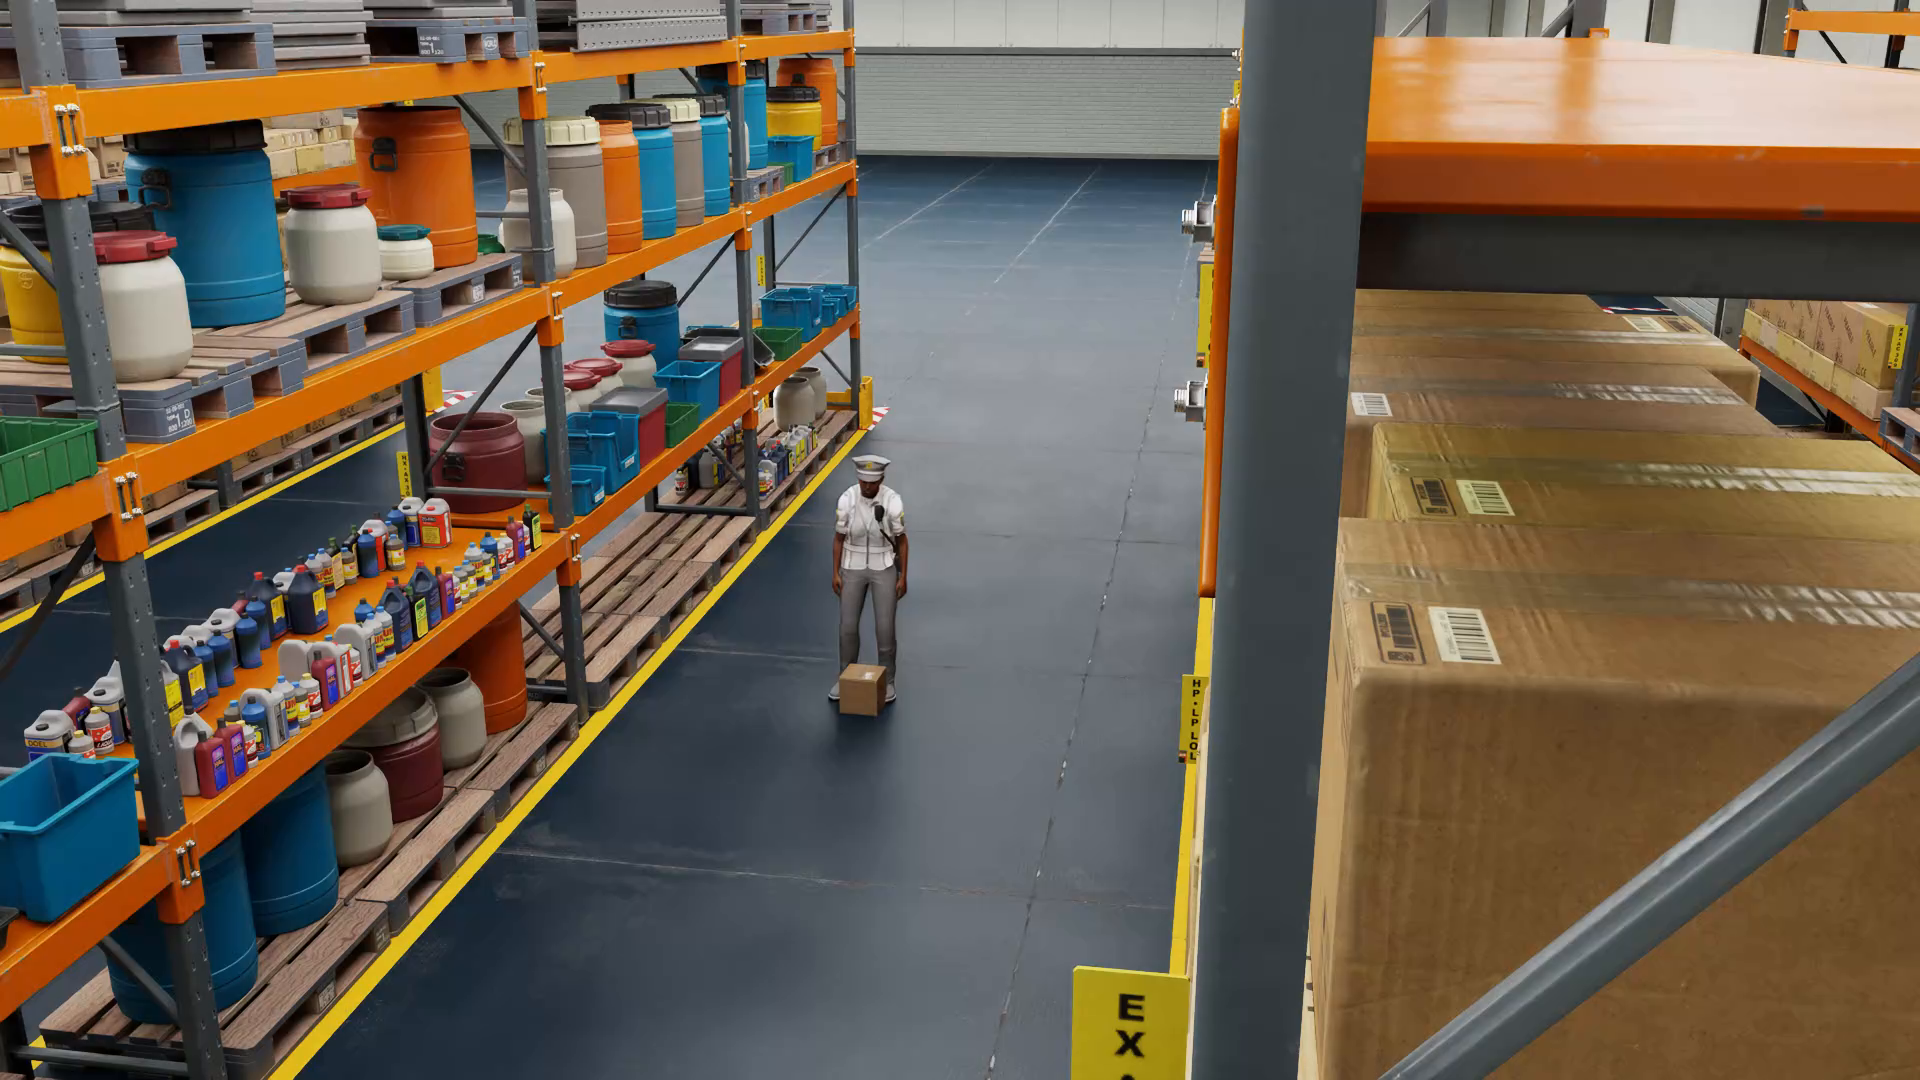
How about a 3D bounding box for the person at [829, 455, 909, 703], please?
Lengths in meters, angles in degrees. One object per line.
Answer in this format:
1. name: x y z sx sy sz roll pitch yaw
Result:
1. person: -0.599 0.234 10.839 0.527 1.656 0.396 2 18 5
